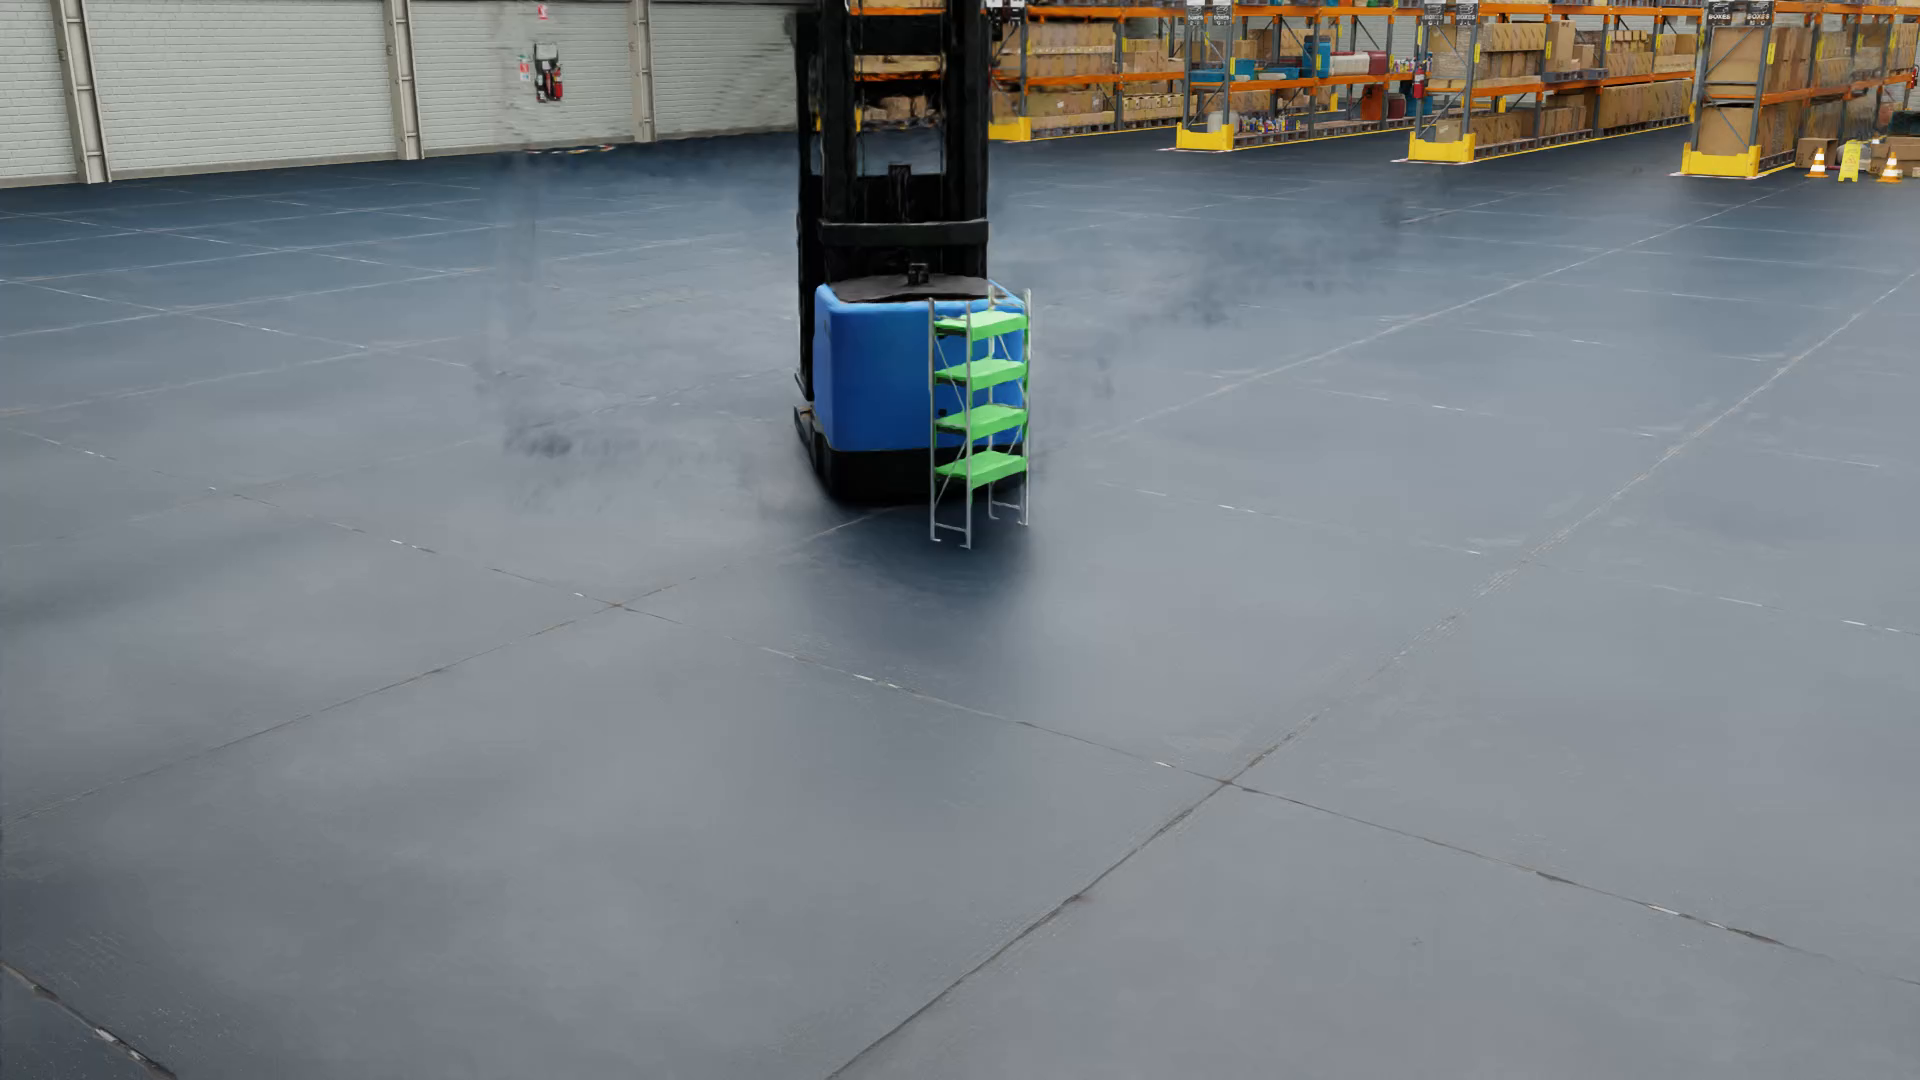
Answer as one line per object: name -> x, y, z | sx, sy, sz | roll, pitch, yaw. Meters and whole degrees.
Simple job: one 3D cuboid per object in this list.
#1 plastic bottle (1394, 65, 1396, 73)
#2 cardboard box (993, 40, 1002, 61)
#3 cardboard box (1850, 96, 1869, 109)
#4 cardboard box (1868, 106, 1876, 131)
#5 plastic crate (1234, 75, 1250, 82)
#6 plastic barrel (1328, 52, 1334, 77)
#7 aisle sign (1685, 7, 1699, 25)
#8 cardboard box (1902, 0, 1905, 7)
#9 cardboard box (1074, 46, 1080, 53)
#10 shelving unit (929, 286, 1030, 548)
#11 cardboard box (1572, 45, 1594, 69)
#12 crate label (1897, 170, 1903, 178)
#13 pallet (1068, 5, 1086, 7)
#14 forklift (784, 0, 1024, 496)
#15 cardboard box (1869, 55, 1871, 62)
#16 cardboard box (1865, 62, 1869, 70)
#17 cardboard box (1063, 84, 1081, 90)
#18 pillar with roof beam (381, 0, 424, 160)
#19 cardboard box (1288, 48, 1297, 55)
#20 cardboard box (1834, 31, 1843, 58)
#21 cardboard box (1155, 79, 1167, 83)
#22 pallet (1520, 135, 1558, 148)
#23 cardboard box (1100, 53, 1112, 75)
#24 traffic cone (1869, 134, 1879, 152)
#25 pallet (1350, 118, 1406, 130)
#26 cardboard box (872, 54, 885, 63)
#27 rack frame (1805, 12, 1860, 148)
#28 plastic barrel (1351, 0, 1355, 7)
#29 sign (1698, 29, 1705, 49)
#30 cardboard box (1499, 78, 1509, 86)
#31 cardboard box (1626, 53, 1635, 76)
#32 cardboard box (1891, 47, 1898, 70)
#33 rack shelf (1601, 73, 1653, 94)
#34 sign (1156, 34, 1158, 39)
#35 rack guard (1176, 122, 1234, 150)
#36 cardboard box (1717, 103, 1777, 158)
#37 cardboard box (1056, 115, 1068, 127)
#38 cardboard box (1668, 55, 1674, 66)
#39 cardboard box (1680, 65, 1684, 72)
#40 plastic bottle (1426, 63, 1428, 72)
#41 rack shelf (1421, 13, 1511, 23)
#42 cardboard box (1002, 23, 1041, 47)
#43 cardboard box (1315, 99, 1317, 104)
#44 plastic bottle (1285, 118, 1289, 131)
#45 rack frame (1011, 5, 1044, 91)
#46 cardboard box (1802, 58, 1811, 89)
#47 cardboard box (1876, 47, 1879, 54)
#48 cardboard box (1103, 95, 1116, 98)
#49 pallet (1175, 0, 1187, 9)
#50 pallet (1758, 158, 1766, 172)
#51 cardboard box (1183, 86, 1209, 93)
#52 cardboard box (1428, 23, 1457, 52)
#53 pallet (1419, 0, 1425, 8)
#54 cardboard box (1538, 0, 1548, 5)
plastic bottle -> 10.432, -11.327, 39.996 | 0.097, 0.201, 0.097 | 0, 17, 0
cardboard box -> 0.812, -12.924, 43.893 | 0.700, 0.500, 0.500 | 12, 21, 35
cardboard box -> 19.188, -9.401, 35.702 | 0.500, 0.250, 0.500 | 11, 21, 32
cardboard box -> 19.811, -9.293, 36.618 | 0.500, 0.500, 0.500 | 12, 21, 34
plastic crate -> 5.790, -9.455, 34.077 | 0.298, 0.136, 0.250 | 12, 21, 35
plastic barrel -> 8.128, -10.631, 37.192 | 0.433, 0.535, 0.433 | 0, 17, 0
aisle sign -> 18.793, -13.566, 42.487 | 0.394, 0.787, 0.004 | 12, 21, 35
cardboard box -> 20.828, -12.052, 37.192 | 0.500, 0.250, 0.500 | 12, 21, 34
cardboard box -> 2.502, -11.142, 37.804 | 0.380, 0.149, 0.250 | 13, 22, 36
shelving unit -> 0.099, -0.612, 8.193 | 0.258, 1.200, 0.503 | 12, 21, 35
cardboard box -> 13.201, -10.417, 35.853 | 0.500, 0.500, 0.700 | -16, 24, -42
crate label -> 15.480, -6.075, 27.575 | 0.250, 0.136, 0.298 | 2, 17, 6
pallet -> 2.814, -14.853, 46.275 | 1.003, 0.211, 1.213 | 14, 22, 37
forklift -> -0.429, -2.026, 9.826 | 1.130, 2.935, 3.031 | -3, 18, -10
cardboard box -> 19.349, -10.351, 35.731 | 0.380, 0.149, 0.250 | 11, 20, 32
cardboard box -> 19.198, -10.147, 35.577 | 0.380, 0.149, 0.250 | 14, 22, 37
cardboard box -> 2.879, -12.614, 46.722 | 0.750, 0.750, 0.750 | 12, 21, 34
pillar with roof beam -> -6.928, -10.741, 27.658 | 9.100, 9.000, 0.400 | 12, 21, 35
cardboard box -> 8.998, -13.402, 46.175 | 0.500, 0.500, 0.500 | 13, 21, 36
cardboard box -> 17.090, -9.854, 33.062 | 0.700, 0.500, 0.500 | 12, 21, 34
cardboard box -> 6.157, -13.994, 50.664 | 0.380, 0.149, 0.250 | 13, 22, 36
pallet -> 11.822, -8.356, 34.796 | 1.003, 0.211, 1.213 | 12, 21, 35
cardboard box -> 3.147, -11.194, 39.065 | 0.700, 0.500, 0.500 | 12, 21, 33
traffic cone -> 17.295, -7.443, 31.430 | 0.336, 0.463, 0.334 | 12, 21, 35
pallet -> 10.201, -10.193, 40.713 | 1.003, 0.211, 1.213 | 12, 21, 35
cardboard box -> -2.130, -11.648, 39.649 | 0.500, 0.500, 0.500 | 12, 21, 35
rack frame -> 17.666, -9.554, 33.952 | 1.000, 3.000, 0.127 | 12, 21, 35
plastic barrel -> 9.102, -12.845, 38.645 | 0.600, 0.901, 0.600 | 0, 17, 0
sign -> 12.472, -8.414, 27.929 | 0.100, 0.325, 0.005 | 12, 21, 35
cardboard box -> 10.309, -8.795, 31.932 | 0.380, 0.149, 0.250 | 12, 21, 35
cardboard box -> 15.158, -10.935, 38.229 | 0.500, 0.500, 0.500 | 13, 21, 35
cardboard box -> 20.836, -10.889, 37.581 | 0.500, 0.500, 0.500 | 12, 21, 35
rack shelf -> 14.935, -10.588, 38.493 | 1.077, 0.370, 4.000 | 12, 21, 35
sign -> 6.133, -15.537, 51.624 | 0.100, 0.325, 0.005 | 12, 21, 35
rack guard -> 5.006, -8.257, 33.991 | 1.175, 0.500, 0.348 | 12, 21, 35
cardboard box -> 13.773, -7.218, 29.303 | 0.875, 0.875, 0.875 | 12, 21, 34
cardboard box -> 2.114, -9.515, 37.755 | 0.500, 0.250, 0.500 | 12, 21, 35
cardboard box -> 17.221, -11.785, 40.889 | 0.500, 0.250, 0.500 | 13, 22, 36
cardboard box -> 17.955, -11.854, 41.781 | 0.380, 0.149, 0.250 | 12, 21, 33
plastic bottle -> 11.575, -11.833, 41.500 | 0.152, 0.276, 0.135 | 12, 21, 35
rack shelf -> 13.340, -13.848, 43.934 | 1.077, 0.370, 4.000 | 12, 21, 35
cardboard box -> 1.343, -11.090, 36.540 | 0.700, 0.500, 0.500 | 13, 21, 35
cardboard box -> 10.116, -12.715, 48.166 | 0.380, 0.166, 0.250 | 12, 21, 35
plastic bottle -> 7.052, -8.994, 35.986 | 0.061, 0.283, 0.133 | 14, 22, 38
rack frame -> 1.809, -13.081, 45.308 | 1.000, 3.000, 0.127 | 12, 21, 35
cardboard box -> 15.073, -8.583, 30.572 | 0.875, 0.550, 0.550 | 12, 21, 35
cardboard box -> 19.808, -10.677, 36.281 | 0.380, 0.149, 0.250 | 12, 21, 33
cardboard box -> 3.722, -10.681, 40.563 | 0.500, 0.311, 0.500 | 13, 22, 36
pallet -> 5.457, -13.371, 41.504 | 1.213, 0.211, 1.003 | 14, 22, 37
pallet -> 13.313, -6.521, 28.888 | 1.003, 0.211, 1.213 | 12, 21, 35
cardboard box -> 6.188, -11.859, 43.583 | 0.500, 0.250, 0.500 | 13, 22, 37
cardboard box -> 9.106, -9.391, 31.072 | 0.500, 0.500, 0.500 | 12, 21, 35
pallet -> 11.087, -13.150, 40.793 | 1.003, 0.211, 1.213 | 12, 21, 35
cardboard box -> 11.298, -10.708, 32.863 | 0.500, 0.250, 0.500 | 13, 22, 37
